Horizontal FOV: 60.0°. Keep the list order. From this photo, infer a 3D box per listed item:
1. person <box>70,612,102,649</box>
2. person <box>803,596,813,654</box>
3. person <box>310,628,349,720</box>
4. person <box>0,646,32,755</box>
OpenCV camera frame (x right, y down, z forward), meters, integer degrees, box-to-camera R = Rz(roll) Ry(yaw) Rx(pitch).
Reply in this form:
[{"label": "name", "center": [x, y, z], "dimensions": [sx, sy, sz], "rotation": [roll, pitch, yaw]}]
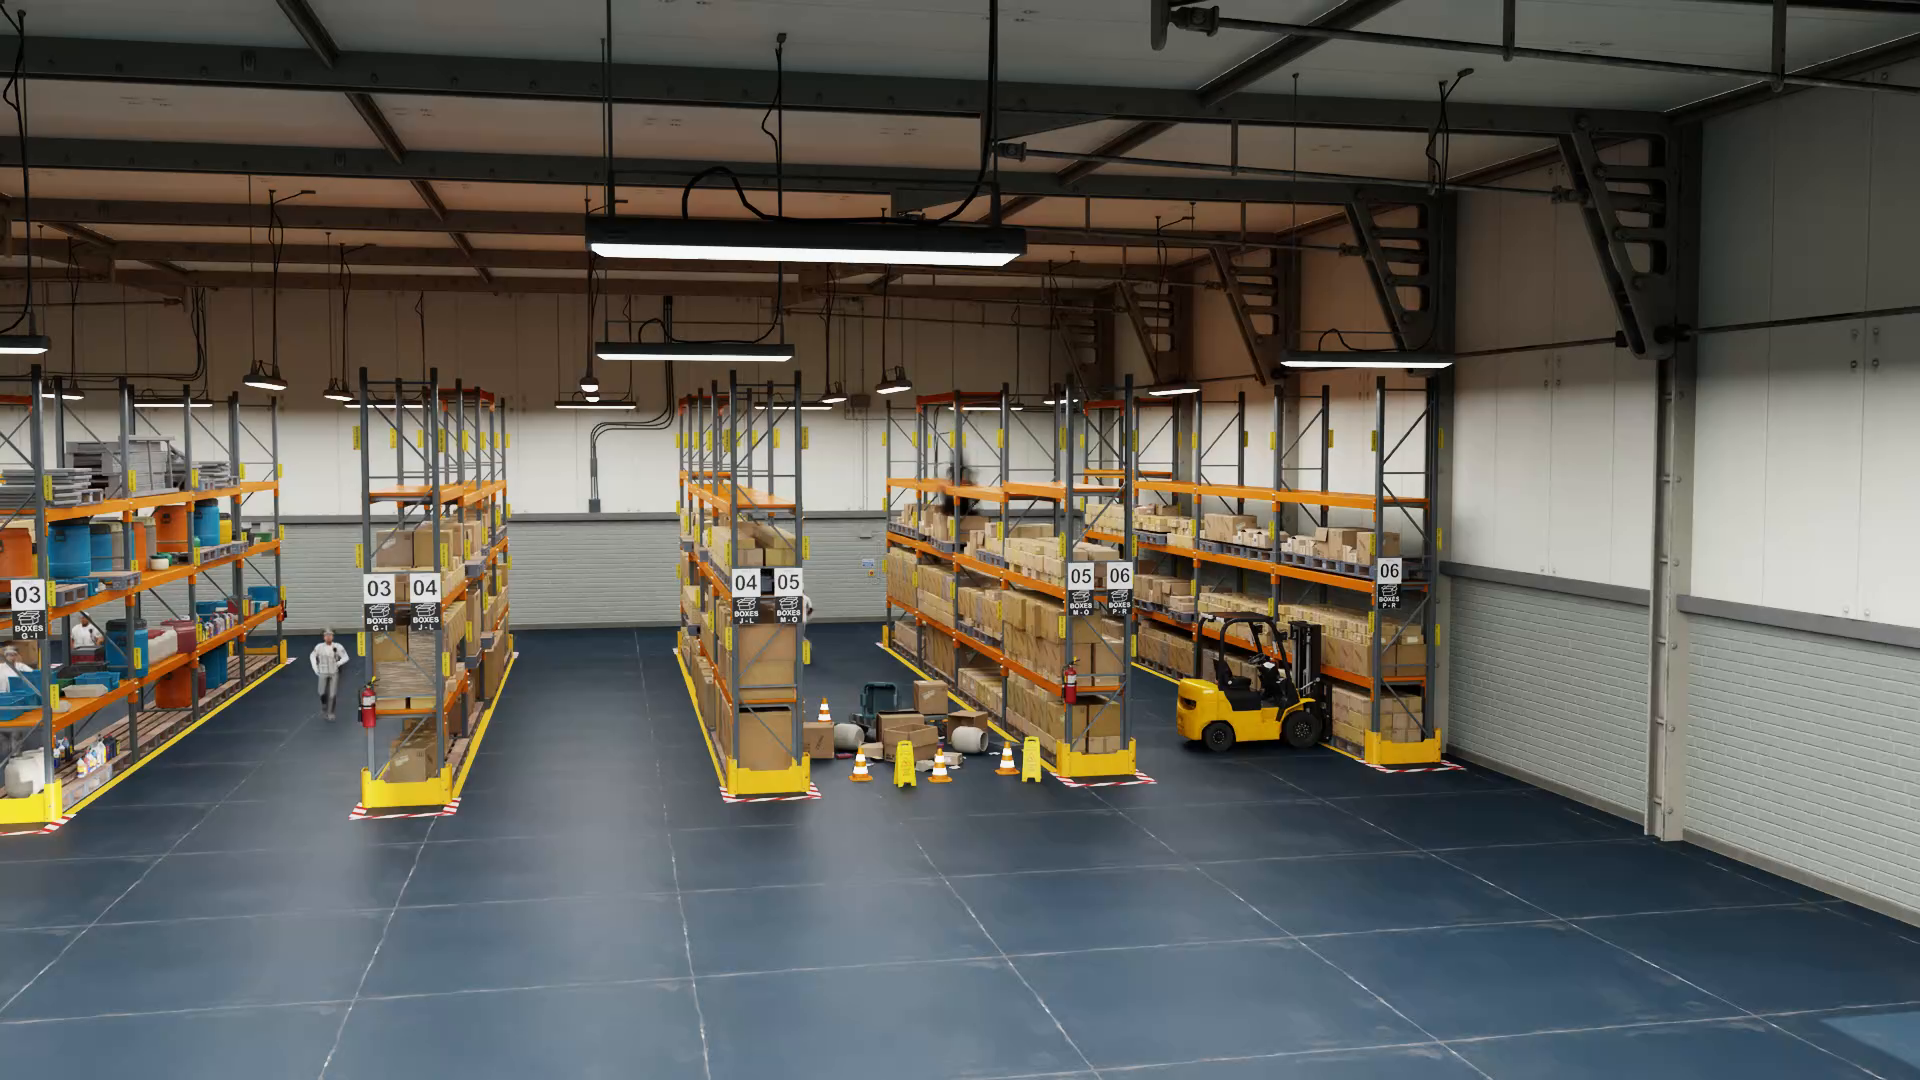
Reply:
[{"label": "person", "center": [-17.251, 2.241, 32.772], "dimensions": [0.606, 1.626, 0.537], "rotation": [-1, 4, -22]}, {"label": "person", "center": [-3.709, 1.880, 38.088], "dimensions": [0.693, 1.743, 0.684], "rotation": [-1, 4, -20]}, {"label": "person", "center": [-11.258, 2.389, 29.685], "dimensions": [0.667, 1.665, 0.532], "rotation": [-1, 4, -14]}, {"label": "person", "center": [-15.070, 2.555, 26.405], "dimensions": [0.710, 1.750, 0.563], "rotation": [-1, 3, -11]}]
